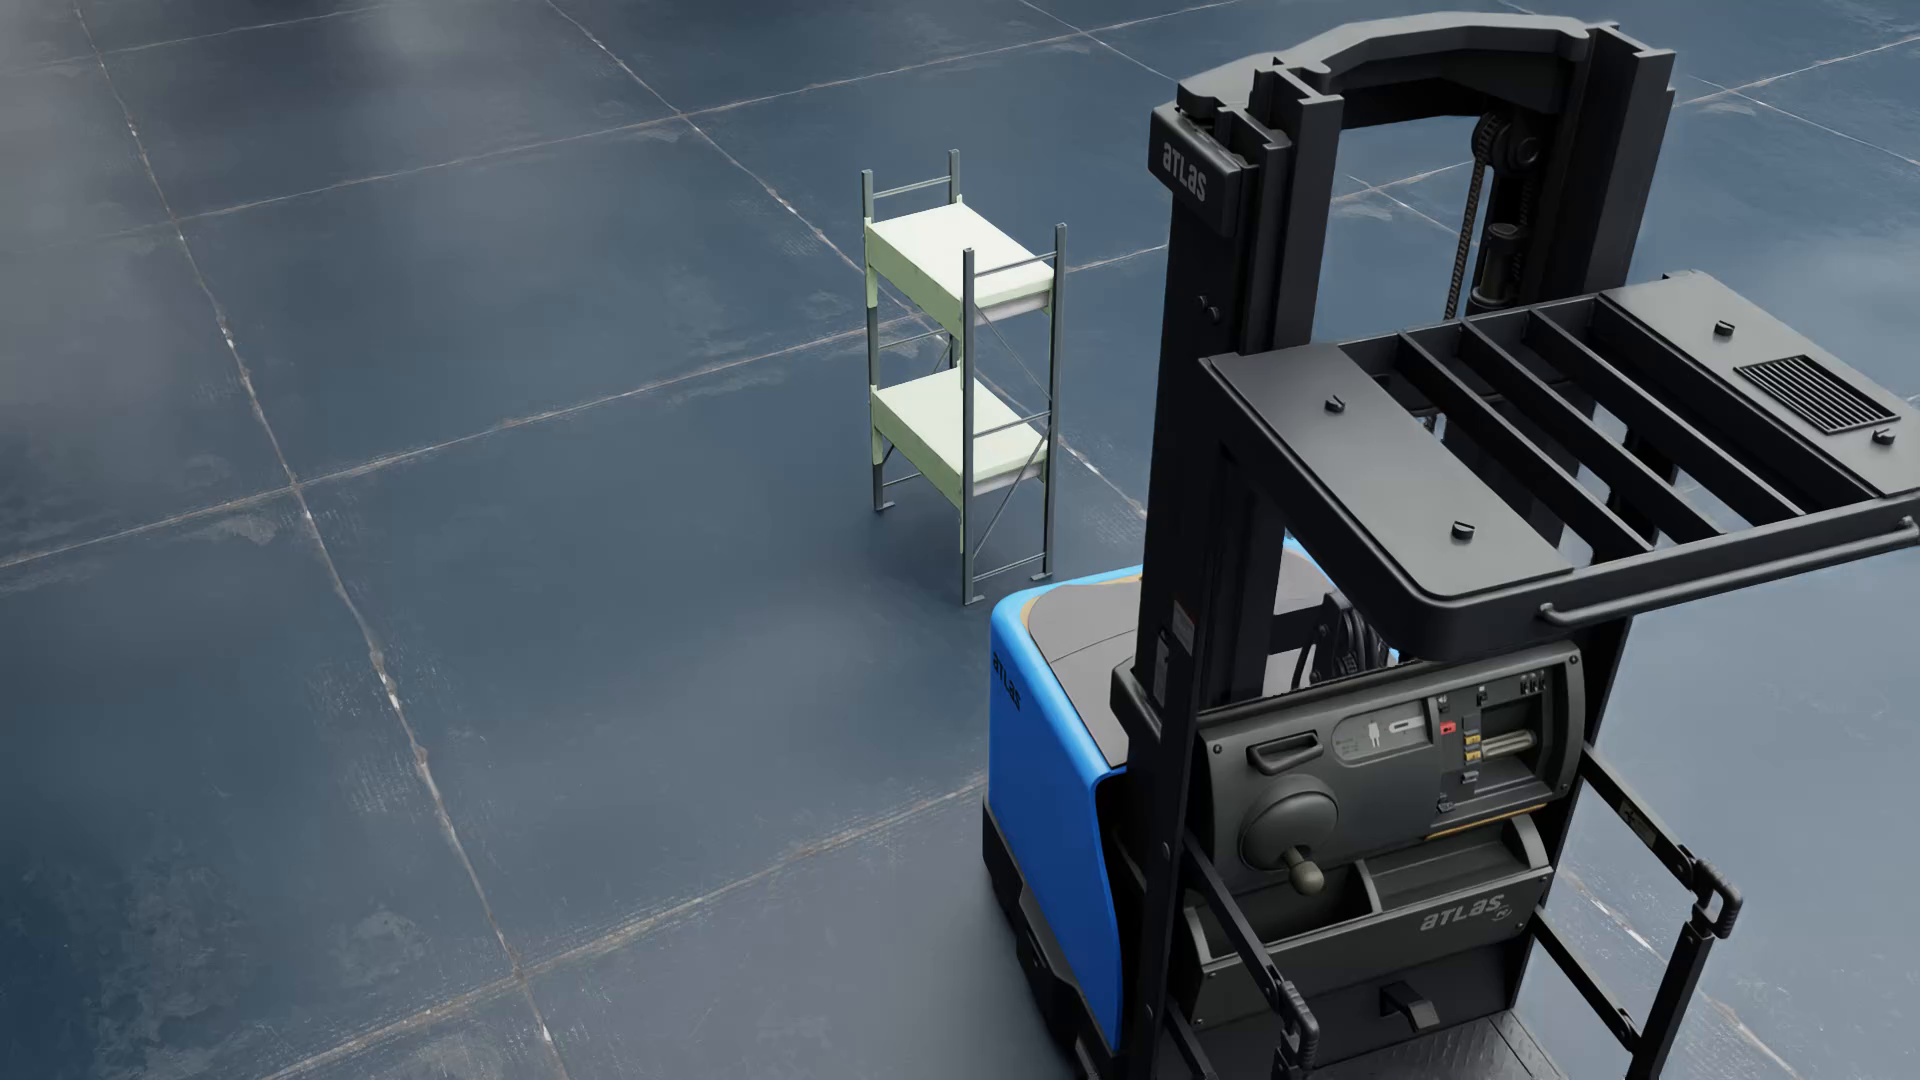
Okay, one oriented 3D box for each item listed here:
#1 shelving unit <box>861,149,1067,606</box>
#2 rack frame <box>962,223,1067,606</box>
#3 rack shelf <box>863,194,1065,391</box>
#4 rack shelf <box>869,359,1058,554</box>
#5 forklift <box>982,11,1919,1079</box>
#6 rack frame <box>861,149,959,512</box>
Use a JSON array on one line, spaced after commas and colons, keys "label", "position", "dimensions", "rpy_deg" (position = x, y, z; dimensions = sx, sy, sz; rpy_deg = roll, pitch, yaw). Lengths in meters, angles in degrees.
[{"label": "shelving unit", "position": [0.003, -0.602, 6.303], "dimensions": [0.431, 1.500, 0.755], "rpy_deg": [-19, 40, -24]}, {"label": "rack frame", "position": [0.187, -0.416, 6.047], "dimensions": [0.400, 1.500, 0.023], "rpy_deg": [-19, 40, -24]}, {"label": "rack shelf", "position": [0.003, -0.917, 6.073], "dimensions": [0.431, 0.370, 0.720], "rpy_deg": [-19, 40, -24]}, {"label": "rack shelf", "position": [0.003, -0.339, 6.495], "dimensions": [0.431, 0.370, 0.720], "rpy_deg": [-19, 40, -24]}, {"label": "forklift", "position": [1.036, 0.569, 3.486], "dimensions": [1.130, 2.935, 3.031], "rpy_deg": [-12, 38, -15]}, {"label": "rack frame", "position": [-0.181, -0.789, 6.559], "dimensions": [0.400, 1.500, 0.023], "rpy_deg": [-19, 40, -24]}]
